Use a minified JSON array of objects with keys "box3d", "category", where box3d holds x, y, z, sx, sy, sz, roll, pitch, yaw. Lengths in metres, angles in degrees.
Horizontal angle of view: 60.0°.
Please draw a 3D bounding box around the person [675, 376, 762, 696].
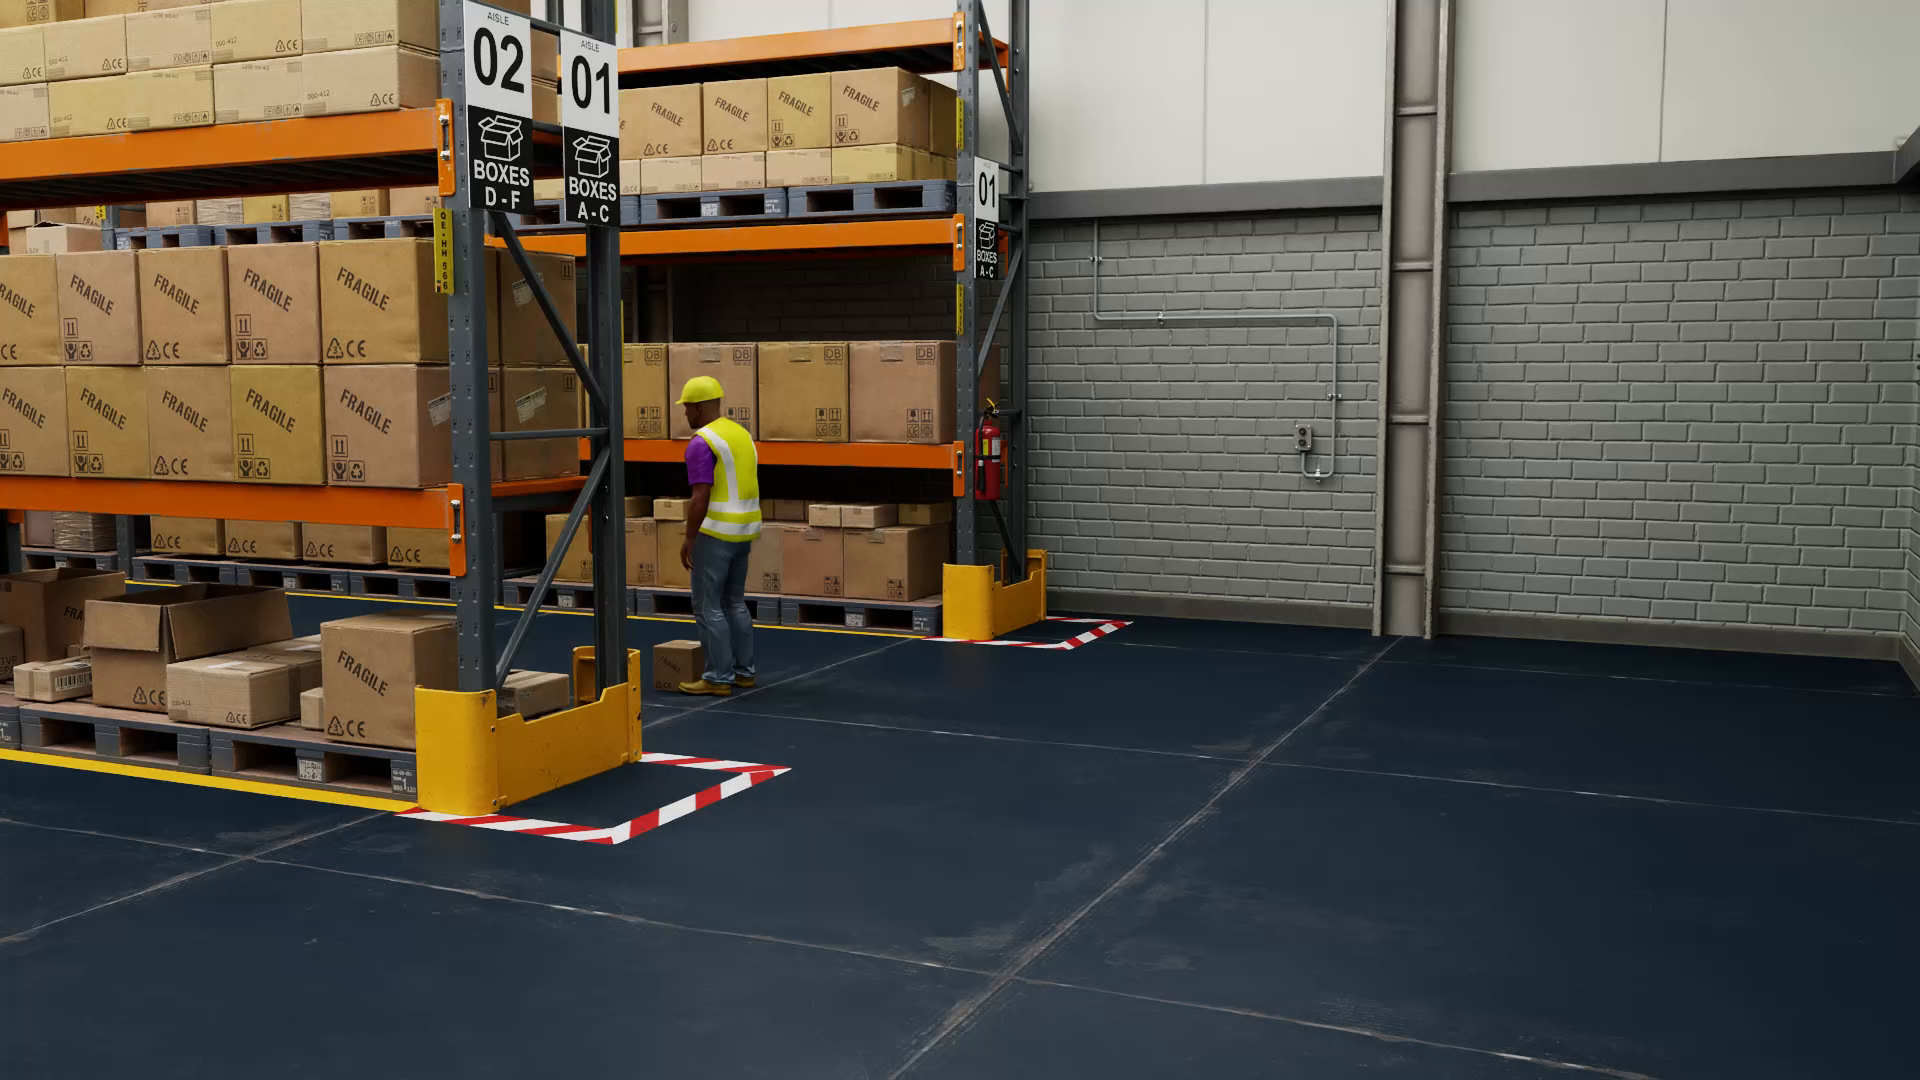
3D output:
[{"box3d":[-1.354,-0.030,9.256,0.463,1.760,0.631,2,6,23],"category":"person"}]
